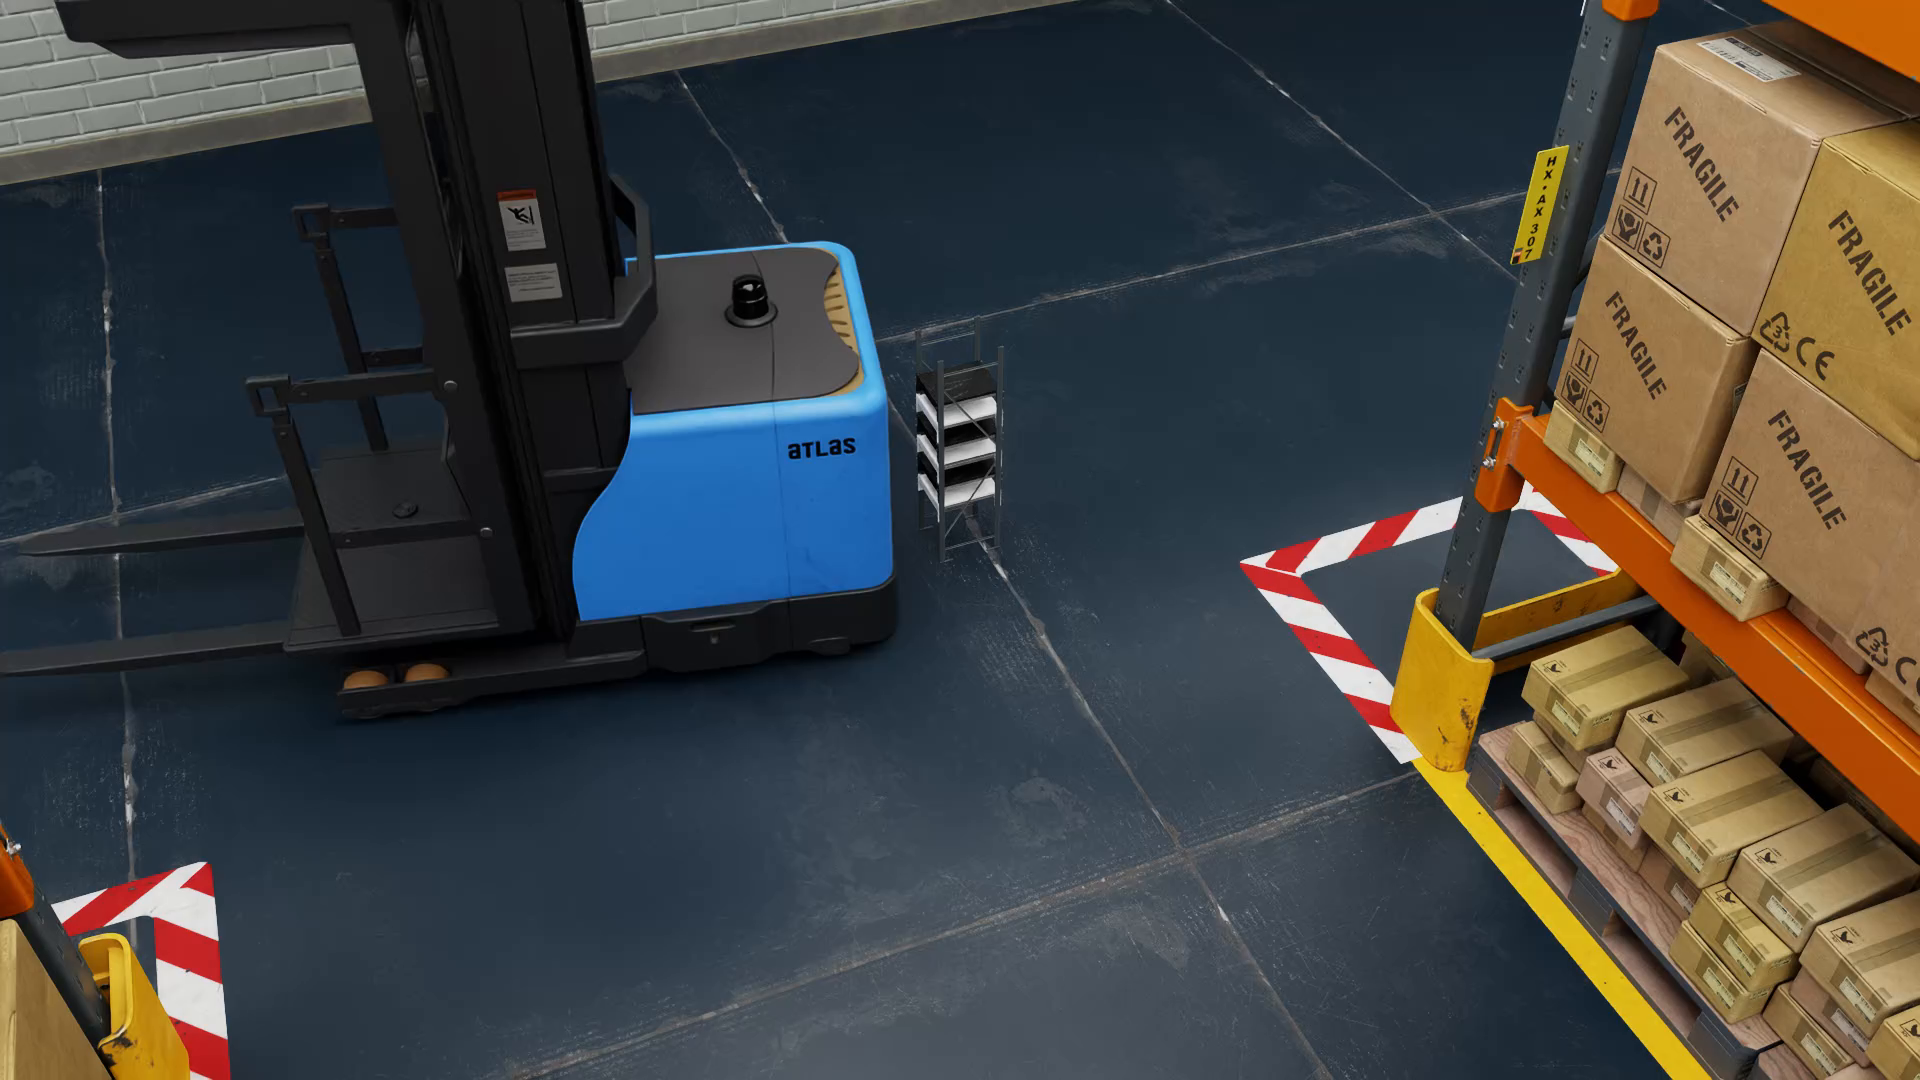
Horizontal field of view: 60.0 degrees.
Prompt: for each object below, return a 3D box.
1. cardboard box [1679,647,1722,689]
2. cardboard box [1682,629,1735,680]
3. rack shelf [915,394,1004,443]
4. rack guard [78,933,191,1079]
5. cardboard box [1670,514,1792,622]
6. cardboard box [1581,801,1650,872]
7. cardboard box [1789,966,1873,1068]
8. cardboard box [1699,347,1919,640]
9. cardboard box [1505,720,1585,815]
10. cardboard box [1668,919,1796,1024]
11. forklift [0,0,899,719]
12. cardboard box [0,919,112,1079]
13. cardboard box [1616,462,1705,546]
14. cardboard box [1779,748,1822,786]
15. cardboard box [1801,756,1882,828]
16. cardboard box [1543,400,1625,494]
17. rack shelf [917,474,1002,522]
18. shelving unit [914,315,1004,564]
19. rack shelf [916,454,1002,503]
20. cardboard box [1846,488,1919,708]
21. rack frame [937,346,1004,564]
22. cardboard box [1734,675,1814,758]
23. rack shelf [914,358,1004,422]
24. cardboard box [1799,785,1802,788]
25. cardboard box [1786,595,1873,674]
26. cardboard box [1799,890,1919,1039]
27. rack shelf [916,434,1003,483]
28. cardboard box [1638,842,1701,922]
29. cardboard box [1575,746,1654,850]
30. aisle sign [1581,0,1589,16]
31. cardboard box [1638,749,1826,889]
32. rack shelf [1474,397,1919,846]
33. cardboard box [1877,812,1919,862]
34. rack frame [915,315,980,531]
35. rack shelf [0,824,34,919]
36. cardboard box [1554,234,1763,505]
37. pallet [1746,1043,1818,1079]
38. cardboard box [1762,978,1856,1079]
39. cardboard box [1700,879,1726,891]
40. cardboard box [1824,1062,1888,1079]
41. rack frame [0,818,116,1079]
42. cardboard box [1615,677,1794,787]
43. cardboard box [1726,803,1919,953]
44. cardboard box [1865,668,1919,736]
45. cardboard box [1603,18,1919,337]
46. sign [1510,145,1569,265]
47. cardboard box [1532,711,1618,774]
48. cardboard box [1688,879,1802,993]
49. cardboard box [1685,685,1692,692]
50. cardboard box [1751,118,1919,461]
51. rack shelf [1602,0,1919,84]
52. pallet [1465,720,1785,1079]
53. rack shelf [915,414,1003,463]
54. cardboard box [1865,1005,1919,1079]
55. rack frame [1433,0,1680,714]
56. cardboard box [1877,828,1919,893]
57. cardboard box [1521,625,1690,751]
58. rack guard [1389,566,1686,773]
[{"bbox_3d":[2.462,0.388,5.134,0.380,0.149,0.250,-16,43,-18],"label":"cardboard box"},{"bbox_3d":[2.433,0.284,5.027,0.380,0.149,0.250,-15,43,-16],"label":"cardboard box"},{"bbox_3d":[-0.003,-0.457,5.867,0.258,0.077,0.200,-15,43,-17],"label":"rack shelf"},{"bbox_3d":[-2.634,1.442,4.189,1.175,0.500,0.348,-15,43,-17],"label":"rack guard"},{"bbox_3d":[2.007,0.023,4.115,0.380,0.149,0.250,-16,43,-18],"label":"cardboard box"},{"bbox_3d":[2.077,0.787,4.899,0.380,0.149,0.250,-15,43,-17],"label":"cardboard box"},{"bbox_3d":[2.375,1.143,4.256,0.380,0.149,0.250,-17,44,-19],"label":"cardboard box"},{"bbox_3d":[2.142,-0.163,3.834,0.500,0.500,0.500,-15,43,-17],"label":"cardboard box"},{"bbox_3d":[1.901,0.650,5.058,0.380,0.149,0.250,-14,43,-16],"label":"cardboard box"},{"bbox_3d":[2.175,1.116,4.516,0.380,0.149,0.250,-15,43,-16],"label":"cardboard box"},{"bbox_3d":[-1.780,-0.887,5.034,3.031,2.935,1.130,-6,41,-7],"label":"forklift"},{"bbox_3d":[-2.306,1.521,3.488,0.875,0.875,0.875,-15,43,-17],"label":"cardboard box"},{"bbox_3d":[1.953,-0.152,4.319,0.380,0.149,0.250,-14,43,-15],"label":"cardboard box"},{"bbox_3d":[2.513,0.559,4.936,0.380,0.149,0.250,-16,43,-18],"label":"cardboard box"},{"bbox_3d":[2.663,0.701,4.771,0.380,0.149,0.250,-17,43,-19],"label":"cardboard box"},{"bbox_3d":[1.818,-0.295,4.485,0.380,0.149,0.250,-15,43,-17],"label":"cardboard box"},{"bbox_3d":[-0.003,-0.184,6.101,0.258,0.077,0.200,-15,43,-17],"label":"rack shelf"},{"bbox_3d":[-0.003,-0.346,5.962,0.258,0.900,0.210,-15,43,-17],"label":"shelving unit"},{"bbox_3d":[-0.003,-0.253,6.043,0.258,0.077,0.200,-15,43,-17],"label":"rack shelf"},{"bbox_3d":[2.317,0.136,3.487,0.500,0.500,0.500,-15,43,-16],"label":"cardboard box"},{"bbox_3d":[0.036,-0.285,5.891,0.240,0.900,0.006,-15,43,-17],"label":"rack frame"},{"bbox_3d":[2.476,0.450,4.834,0.380,0.149,0.250,-14,43,-16],"label":"cardboard box"},{"bbox_3d":[-0.003,-0.526,5.808,0.258,0.077,0.200,-15,43,-17],"label":"rack shelf"},{"bbox_3d":[2.583,0.649,5.059,0.380,0.149,0.250,-14,43,-16],"label":"cardboard box"},{"bbox_3d":[2.233,0.145,3.973,0.380,0.149,0.250,-13,42,-15],"label":"cardboard box"},{"bbox_3d":[2.347,1.047,4.140,0.380,0.149,0.250,-14,43,-15],"label":"cardboard box"},{"bbox_3d":[-0.003,-0.321,5.984,0.258,0.077,0.200,-15,43,-17],"label":"rack shelf"},{"bbox_3d":[2.179,0.935,4.727,0.380,0.149,0.250,-15,43,-16],"label":"cardboard box"},{"bbox_3d":[2.013,0.700,4.771,0.380,0.149,0.250,-15,43,-17],"label":"cardboard box"},{"bbox_3d":[1.692,-1.622,3.842,0.394,0.787,0.004,-15,43,-17],"label":"aisle sign"},{"bbox_3d":[2.078,0.749,4.487,0.380,0.149,0.250,-15,43,-17],"label":"cardboard box"},{"bbox_3d":[2.762,0.810,3.559,1.077,0.370,4.000,-15,43,-17],"label":"rack shelf"},{"bbox_3d":[2.733,0.746,4.490,0.380,0.149,0.250,-17,43,-19],"label":"cardboard box"},{"bbox_3d":[-0.042,-0.407,6.034,0.240,0.900,0.006,-15,43,-17],"label":"rack frame"},{"bbox_3d":[-1.859,1.987,2.191,1.077,0.370,4.000,-15,43,-17],"label":"rack shelf"},{"bbox_3d":[1.913,-0.479,4.201,0.500,0.500,0.500,-13,42,-15],"label":"cardboard box"},{"bbox_3d":[2.767,1.668,4.149,1.003,0.211,1.213,-15,43,-17],"label":"pallet"},{"bbox_3d":[2.361,1.246,4.365,0.380,0.149,0.250,-15,43,-17],"label":"cardboard box"},{"bbox_3d":[2.188,0.826,4.626,0.380,0.149,0.250,-15,43,-16],"label":"cardboard box"},{"bbox_3d":[2.376,1.418,4.165,0.380,0.149,0.250,-17,44,-19],"label":"cardboard box"},{"bbox_3d":[-2.621,0.508,3.358,0.949,2.616,0.053,-15,43,-17],"label":"rack frame"},{"bbox_3d":[2.100,0.565,4.700,0.380,0.149,0.250,-14,43,-16],"label":"cardboard box"},{"bbox_3d":[2.249,0.878,4.337,0.380,0.149,0.250,-17,44,-19],"label":"cardboard box"},{"bbox_3d":[2.314,0.315,3.776,0.380,0.149,0.250,-16,43,-17],"label":"cardboard box"},{"bbox_3d":[1.923,-0.861,3.878,0.500,0.500,0.500,-15,43,-17],"label":"cardboard box"},{"bbox_3d":[1.495,-0.860,4.286,0.100,0.325,0.005,-15,43,-17],"label":"sign"},{"bbox_3d":[1.960,0.521,4.980,0.380,0.149,0.250,-13,42,-15],"label":"cardboard box"},{"bbox_3d":[2.186,1.007,4.414,0.380,0.149,0.250,-14,43,-16],"label":"cardboard box"},{"bbox_3d":[2.391,0.519,5.210,0.380,0.149,0.250,-14,43,-16],"label":"cardboard box"},{"bbox_3d":[2.122,-0.558,3.527,0.500,0.500,0.500,-14,43,-16],"label":"cardboard box"},{"bbox_3d":[2.762,-0.327,2.581,1.077,0.370,4.000,-15,43,-17],"label":"rack shelf"},{"bbox_3d":[2.304,0.934,5.002,1.003,0.211,1.213,-15,43,-17],"label":"pallet"},{"bbox_3d":[-0.003,-0.389,5.925,0.258,0.077,0.200,-15,43,-17],"label":"rack shelf"},{"bbox_3d":[2.405,1.217,3.942,0.380,0.149,0.250,-14,43,-16],"label":"cardboard box"},{"bbox_3d":[1.997,-0.667,4.726,1.000,3.000,0.127,-15,43,-17],"label":"rack frame"},{"bbox_3d":[2.671,0.888,4.553,0.380,0.149,0.250,-16,43,-17],"label":"cardboard box"},{"bbox_3d":[1.883,0.429,4.859,0.380,0.149,0.250,-17,44,-19],"label":"cardboard box"},{"bbox_3d":[2.026,0.326,5.487,1.175,0.500,0.348,-15,43,-17],"label":"rack guard"}]
